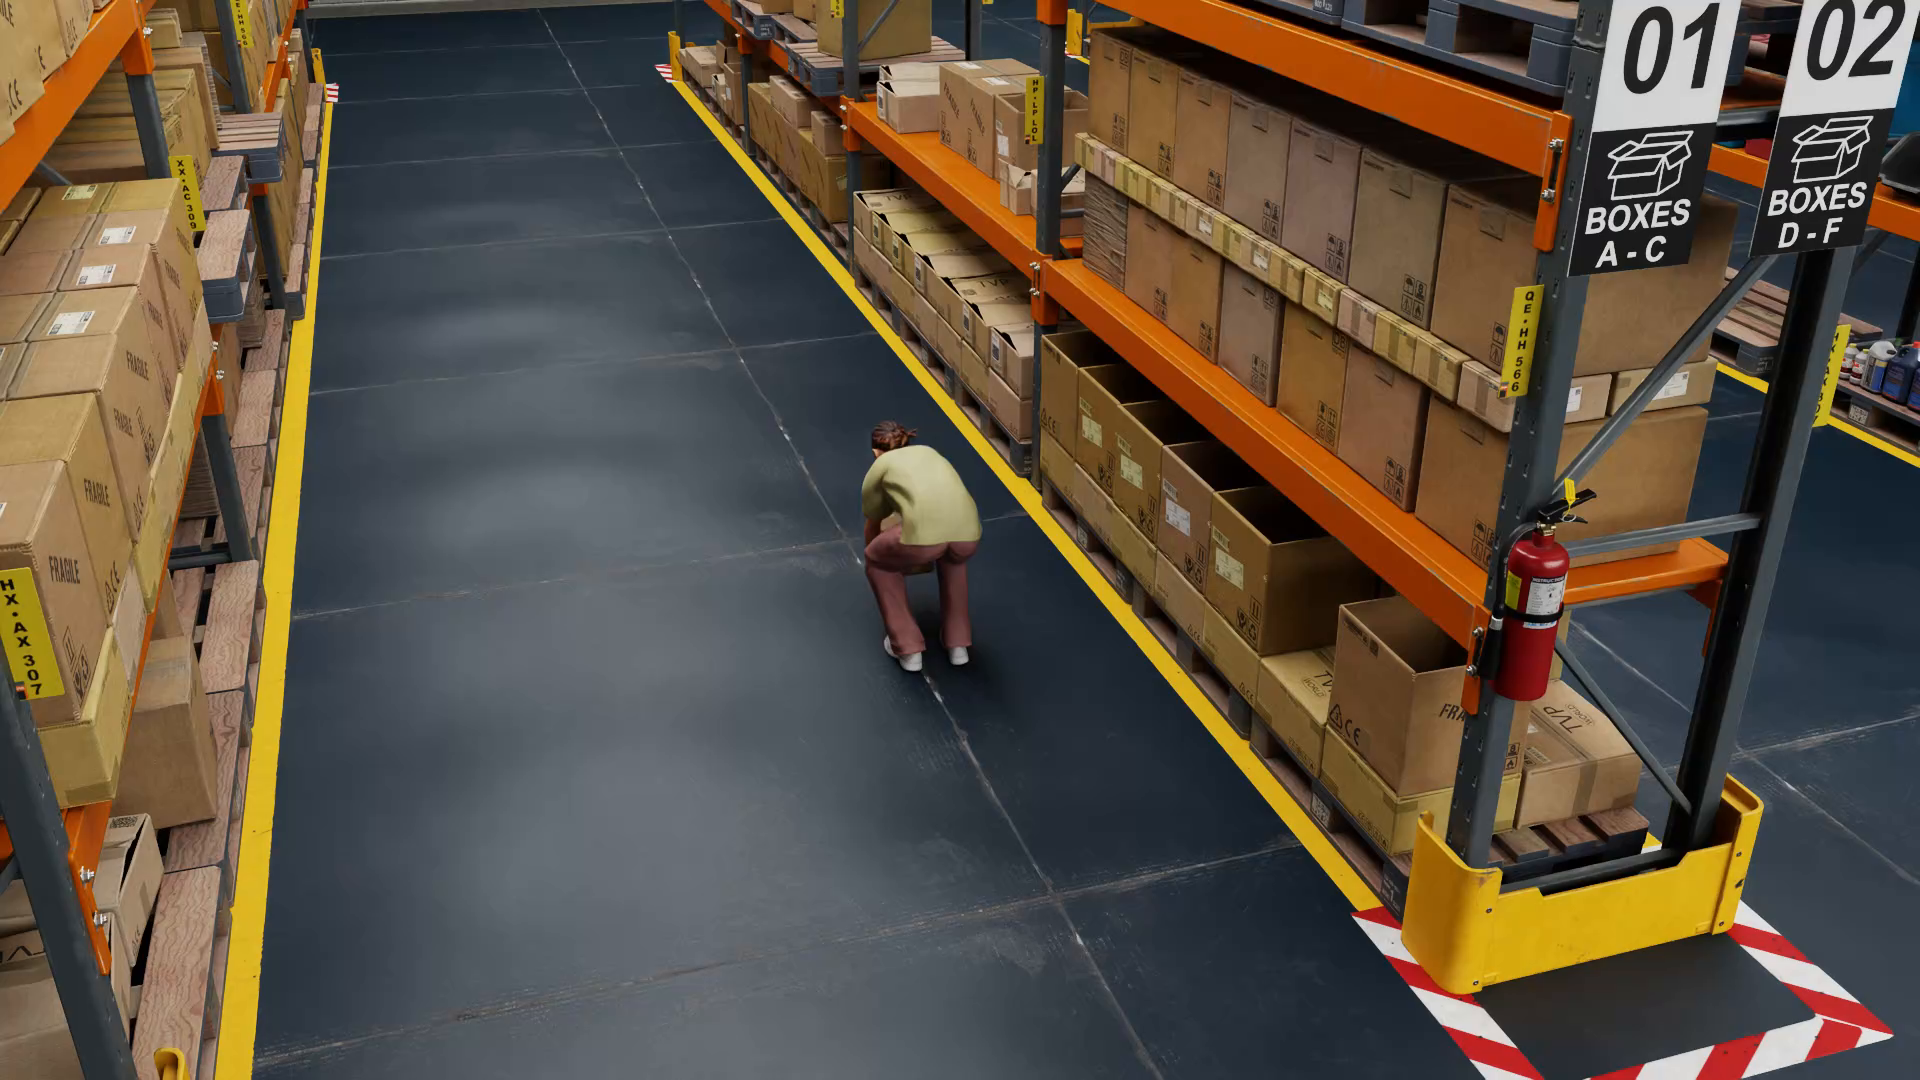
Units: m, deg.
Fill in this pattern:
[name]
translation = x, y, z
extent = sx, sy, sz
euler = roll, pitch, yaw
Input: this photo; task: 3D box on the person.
[person]
translation = -0.195, 0.012, 7.388
extent = 0.476, 0.966, 0.866
euler = -9, 28, -18
